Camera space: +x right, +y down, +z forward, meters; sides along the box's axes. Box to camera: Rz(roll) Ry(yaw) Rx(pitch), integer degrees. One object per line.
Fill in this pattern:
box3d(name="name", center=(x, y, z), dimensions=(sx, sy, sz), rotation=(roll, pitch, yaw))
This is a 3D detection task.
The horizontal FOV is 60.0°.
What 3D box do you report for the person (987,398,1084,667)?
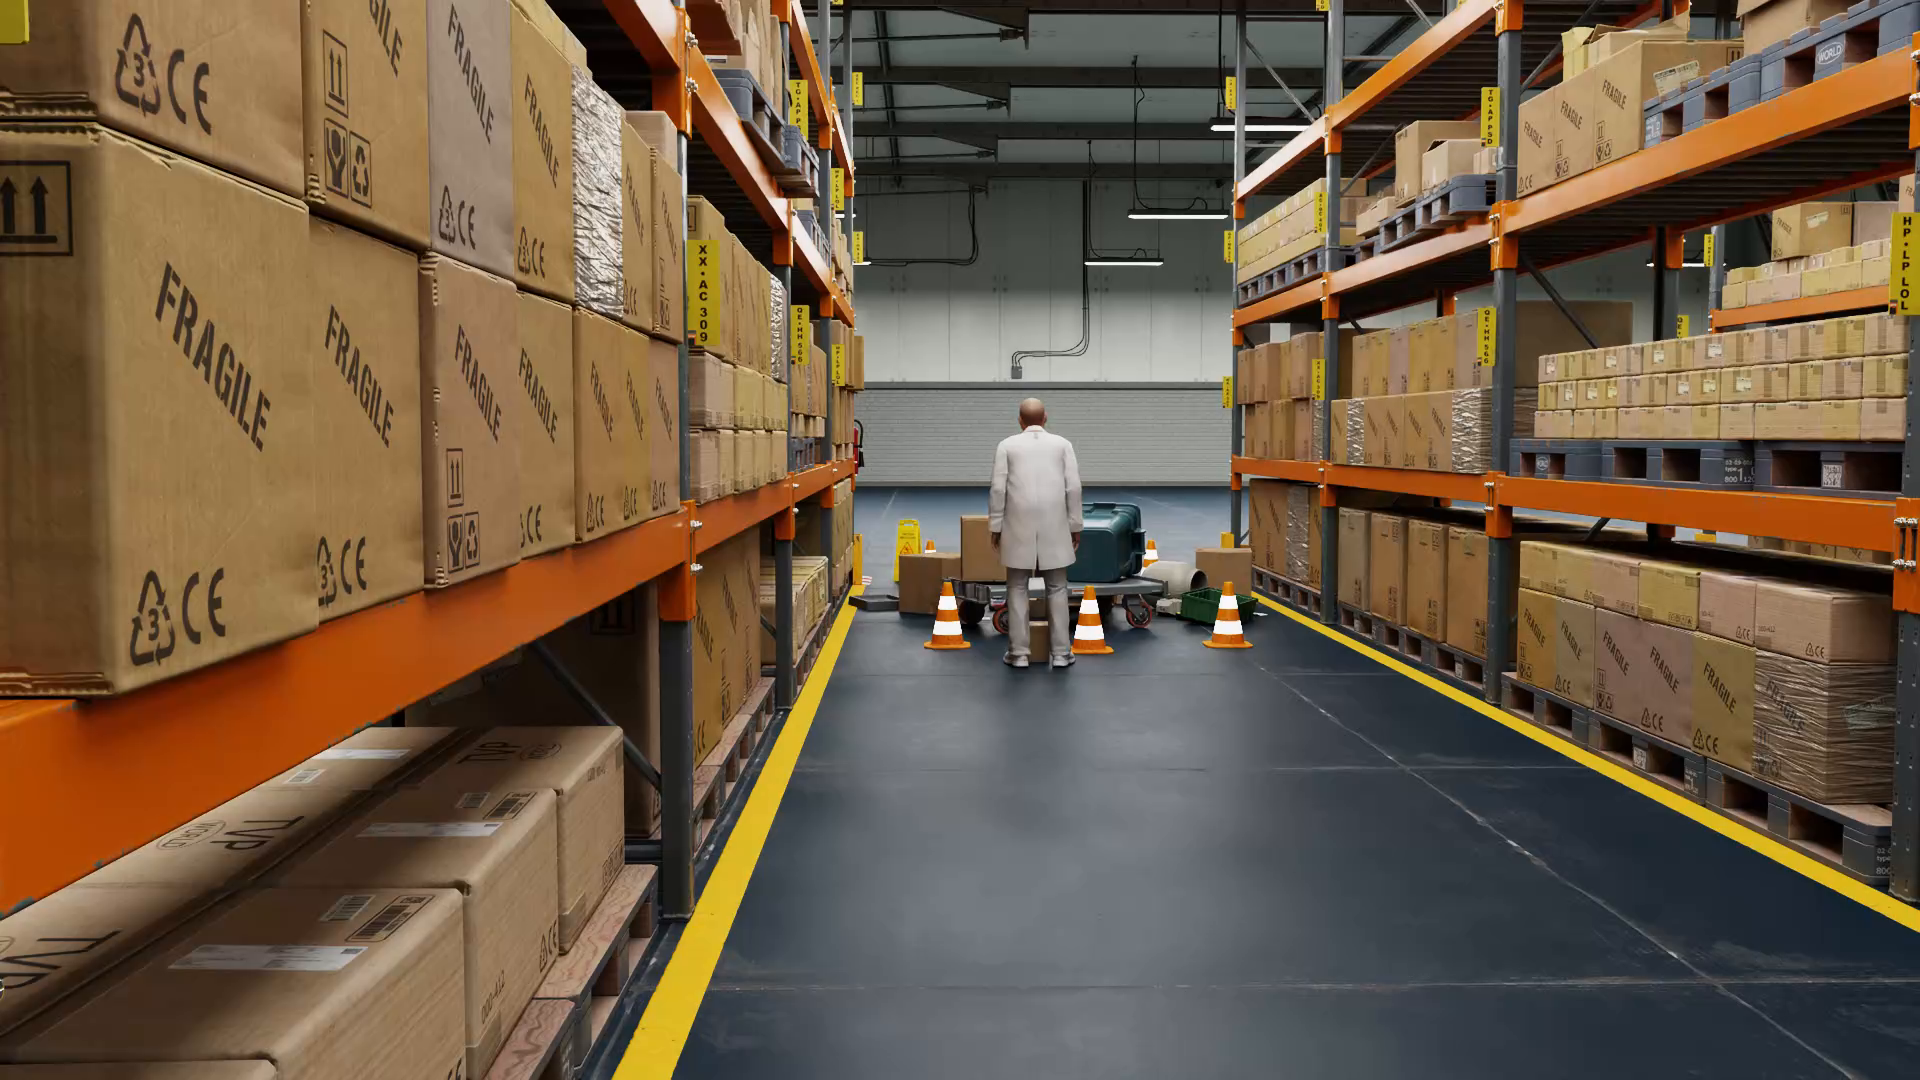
box3d(name="person", center=(0.502, -0.052, 11.022), dimensions=(0.640, 1.773, 0.426), rotation=(0, 4, -2))
